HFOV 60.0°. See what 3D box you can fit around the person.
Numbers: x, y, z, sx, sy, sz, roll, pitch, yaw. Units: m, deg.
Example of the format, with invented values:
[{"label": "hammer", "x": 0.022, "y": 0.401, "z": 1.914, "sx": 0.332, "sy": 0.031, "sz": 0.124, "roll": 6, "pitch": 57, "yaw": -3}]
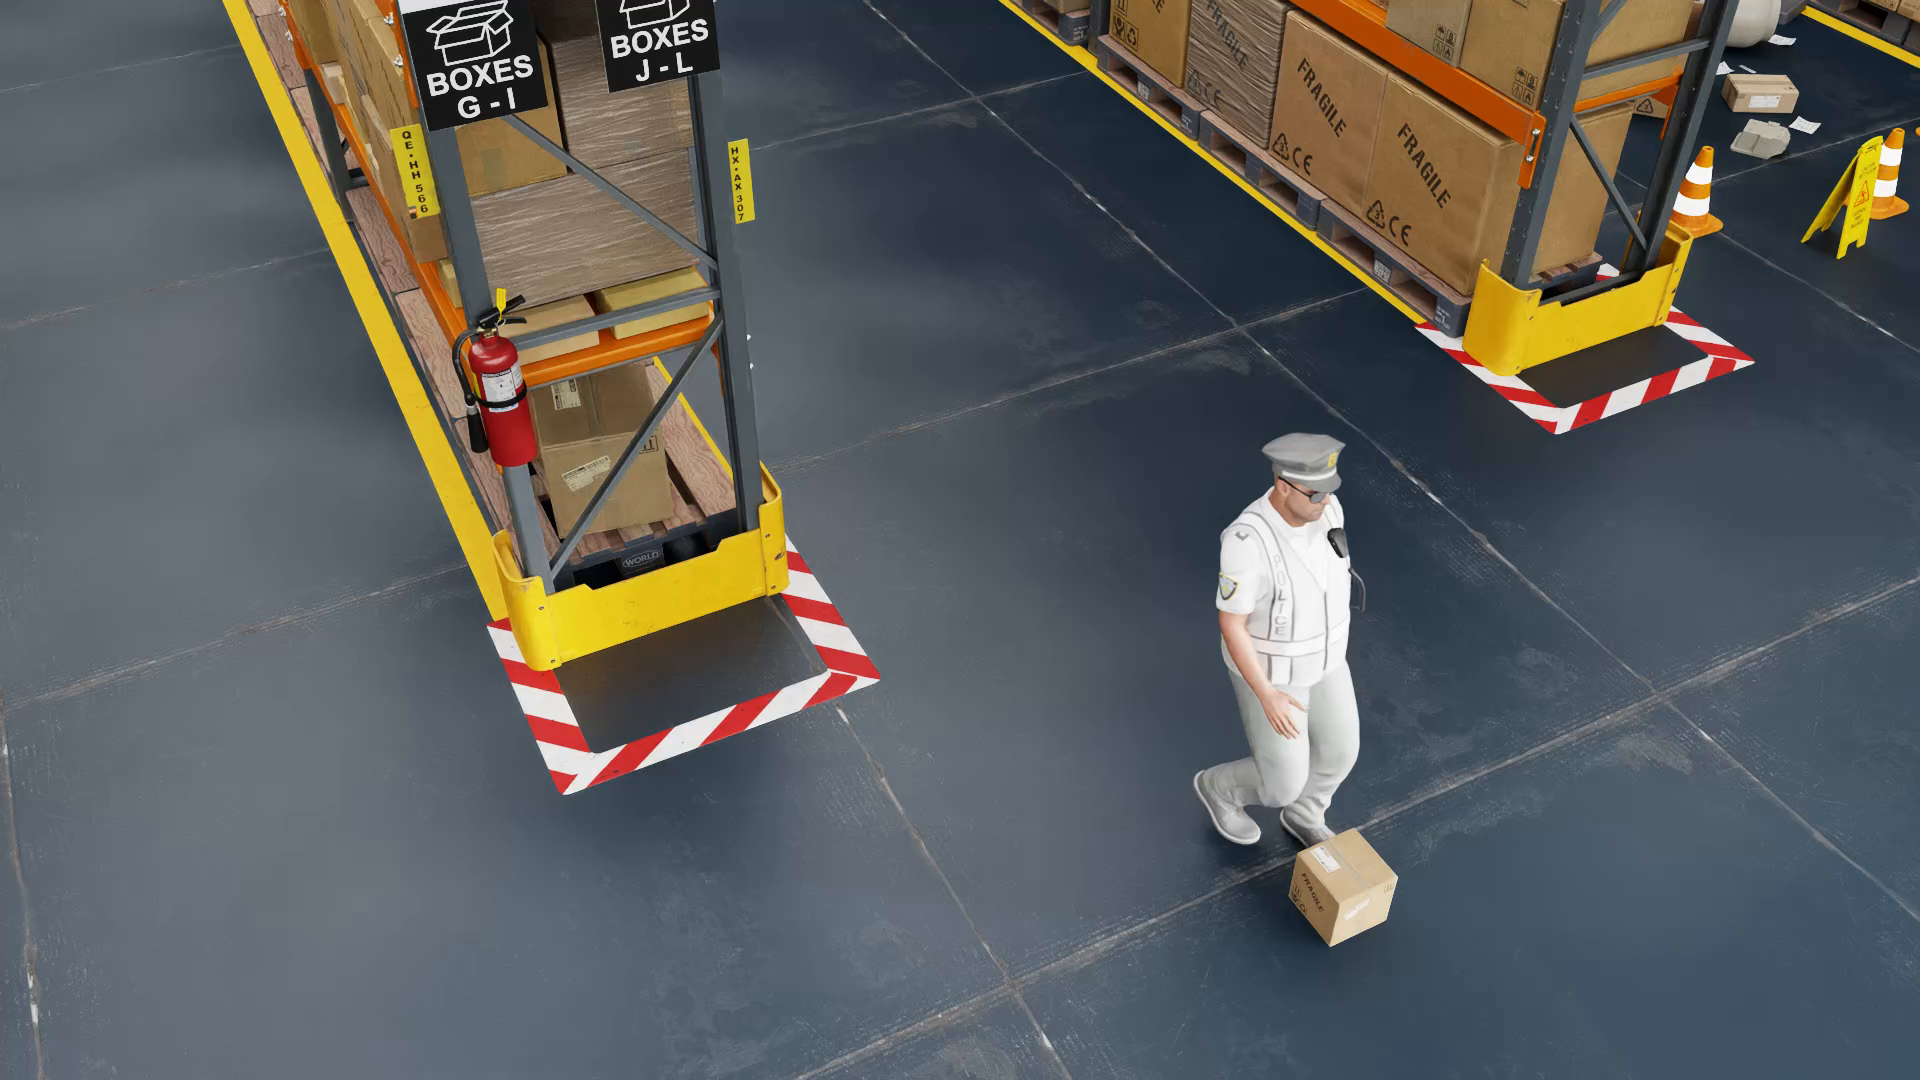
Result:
[{"label": "person", "x": 1.171, "y": 0.441, "z": 5.691, "sx": 0.566, "sy": 1.723, "sz": 0.624, "roll": -25, "pitch": 47, "yaw": -26}]
